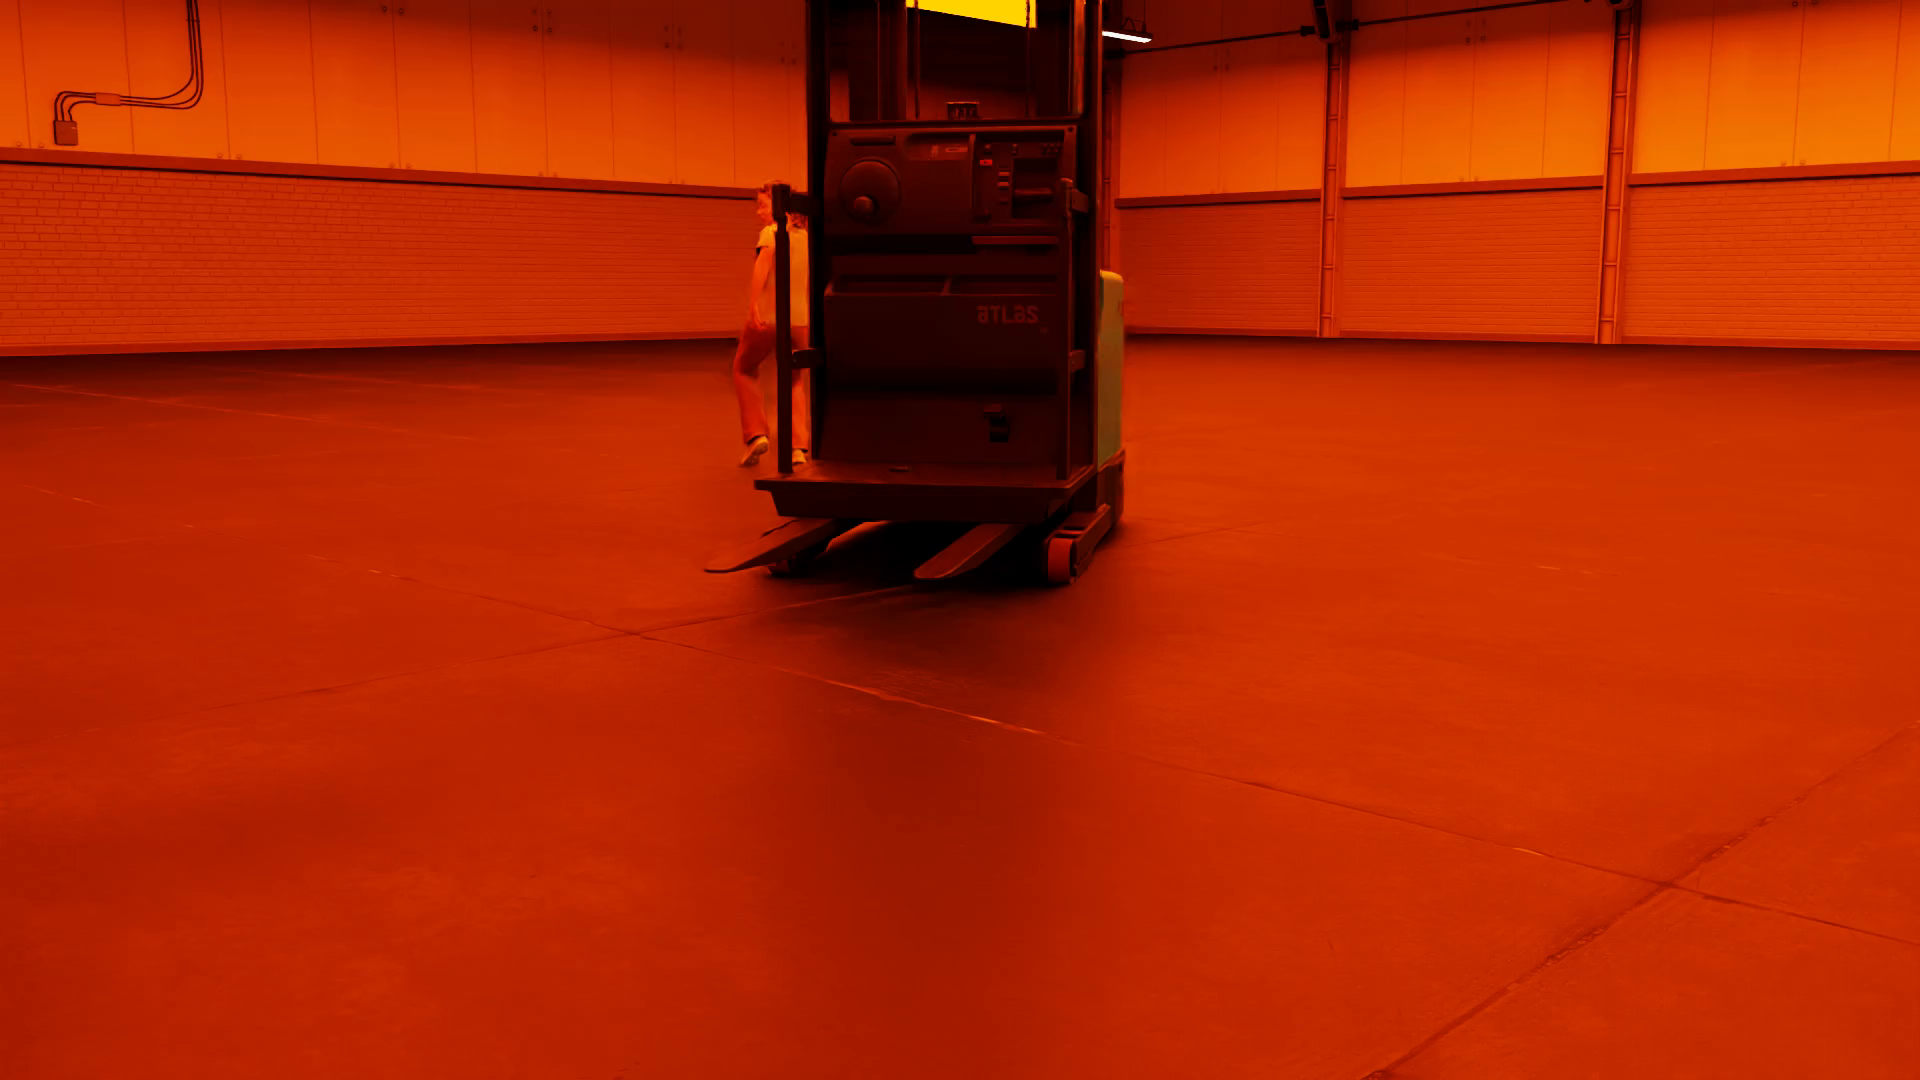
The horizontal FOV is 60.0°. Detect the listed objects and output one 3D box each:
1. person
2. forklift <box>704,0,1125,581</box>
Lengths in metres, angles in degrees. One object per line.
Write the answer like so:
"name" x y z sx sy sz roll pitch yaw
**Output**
"person" -1.021 -1.248 9.391 0.585 1.544 0.700 -5 10 -29
"forklift" -0.080 -1.355 5.869 1.130 2.935 3.031 2 9 12
